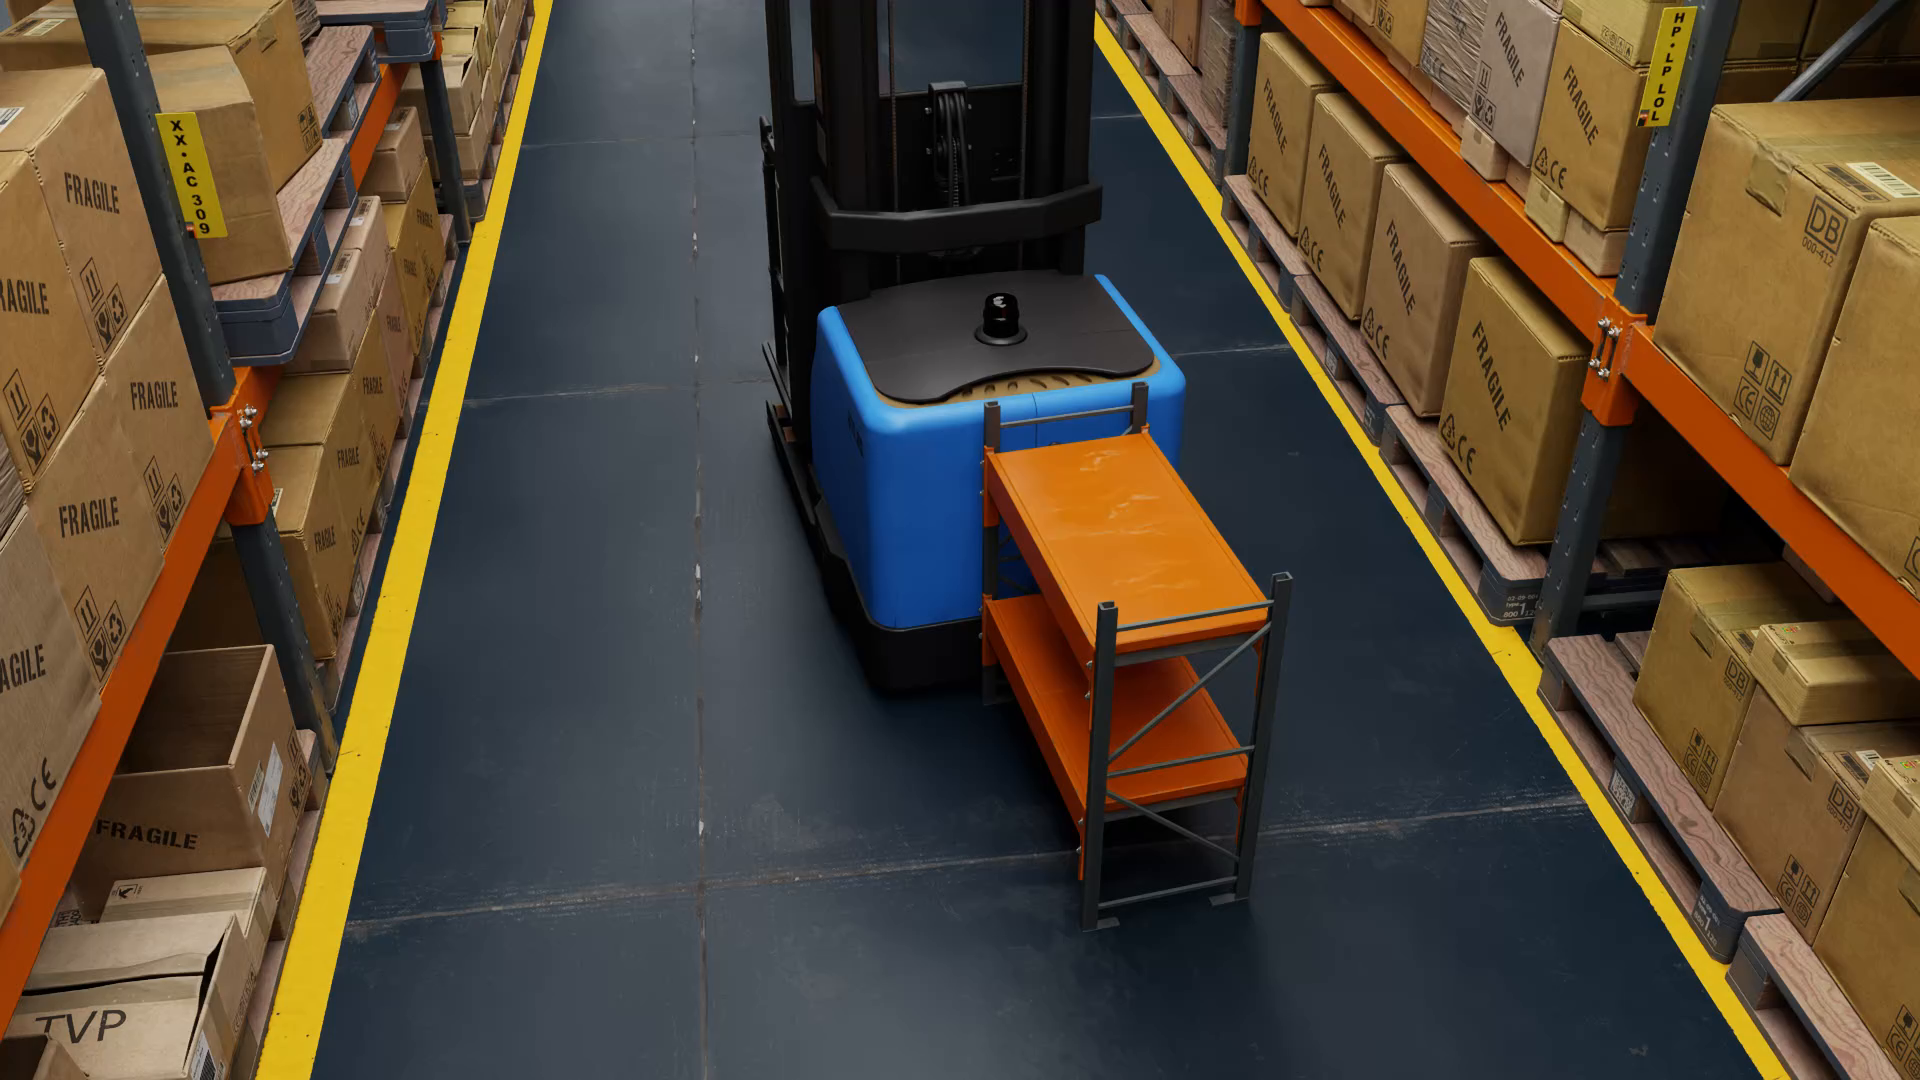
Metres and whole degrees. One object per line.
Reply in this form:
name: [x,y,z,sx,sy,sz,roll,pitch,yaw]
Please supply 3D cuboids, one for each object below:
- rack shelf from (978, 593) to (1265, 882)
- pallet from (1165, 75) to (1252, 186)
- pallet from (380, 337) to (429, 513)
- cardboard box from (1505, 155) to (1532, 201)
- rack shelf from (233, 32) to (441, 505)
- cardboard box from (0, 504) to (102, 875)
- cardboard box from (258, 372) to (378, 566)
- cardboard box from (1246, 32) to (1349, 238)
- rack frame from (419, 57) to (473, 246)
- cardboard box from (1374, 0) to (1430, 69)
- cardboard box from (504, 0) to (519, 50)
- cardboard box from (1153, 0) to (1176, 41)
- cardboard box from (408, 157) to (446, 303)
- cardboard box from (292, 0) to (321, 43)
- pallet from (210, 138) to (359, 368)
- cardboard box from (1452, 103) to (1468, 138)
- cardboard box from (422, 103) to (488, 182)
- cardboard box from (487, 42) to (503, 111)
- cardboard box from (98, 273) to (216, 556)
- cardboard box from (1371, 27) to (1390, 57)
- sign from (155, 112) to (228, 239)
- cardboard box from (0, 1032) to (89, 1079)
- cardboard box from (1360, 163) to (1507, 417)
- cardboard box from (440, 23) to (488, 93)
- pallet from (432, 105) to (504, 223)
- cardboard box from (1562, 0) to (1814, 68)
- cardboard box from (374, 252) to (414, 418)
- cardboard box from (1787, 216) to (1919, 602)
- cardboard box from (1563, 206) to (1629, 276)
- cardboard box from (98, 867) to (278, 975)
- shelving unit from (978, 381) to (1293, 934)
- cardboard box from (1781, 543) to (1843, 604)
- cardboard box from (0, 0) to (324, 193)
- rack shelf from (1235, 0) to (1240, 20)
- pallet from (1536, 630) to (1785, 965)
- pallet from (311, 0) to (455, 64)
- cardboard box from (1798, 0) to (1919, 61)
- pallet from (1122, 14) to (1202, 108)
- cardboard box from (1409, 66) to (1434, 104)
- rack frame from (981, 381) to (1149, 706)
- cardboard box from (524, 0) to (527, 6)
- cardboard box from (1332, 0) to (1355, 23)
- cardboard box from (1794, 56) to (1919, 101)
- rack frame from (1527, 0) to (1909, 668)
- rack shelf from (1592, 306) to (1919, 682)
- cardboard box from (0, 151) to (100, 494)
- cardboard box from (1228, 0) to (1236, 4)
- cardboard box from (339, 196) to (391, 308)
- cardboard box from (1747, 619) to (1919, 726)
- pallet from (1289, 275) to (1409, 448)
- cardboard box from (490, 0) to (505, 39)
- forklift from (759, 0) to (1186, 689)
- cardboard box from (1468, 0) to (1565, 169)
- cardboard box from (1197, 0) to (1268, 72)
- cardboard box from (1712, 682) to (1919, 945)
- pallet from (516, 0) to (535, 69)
rack shelf: [0.447,0.514,4.931,0.538,0.278,1.000,-9,35,-12]
pallet: [1.812,-2.396,9.578,1.003,0.211,1.213,-4,35,-6]
pallet: [-2.769,-0.484,6.772,1.003,0.211,1.213,-4,35,-6]
cardboard box: [2.080,-1.239,5.609,0.380,0.149,0.250,-3,34,-5]
rack shelf: [-2.724,-1.321,6.164,1.077,0.370,4.000,-4,35,-6]
cardboard box: [-1.991,0.290,3.073,0.500,0.500,0.500,-4,34,-5]
cardboard box: [-2.361,-0.237,5.763,0.500,0.500,0.500,-4,34,-6]
cardboard box: [1.884,-1.977,8.023,0.750,0.750,0.750,-5,35,-7]
rack frame: [-2.993,-2.735,7.599,1.000,3.000,0.127,-4,35,-6]
cardboard box: [1.932,-2.134,6.347,0.500,0.500,0.500,-3,34,-5]
cardboard box: [-3.052,-3.227,10.390,0.500,0.250,0.500,-4,34,-5]
cardboard box: [1.641,-3.511,10.568,0.700,0.500,0.500,-4,34,-6]
cardboard box: [-2.634,-1.379,7.440,0.500,0.500,0.500,-3,34,-5]
cardboard box: [-2.863,-2.082,6.180,0.700,0.500,0.500,2,34,3]
pallet: [-2.454,-0.878,5.045,1.003,0.211,1.213,-4,35,-6]
cardboard box: [2.019,-1.523,6.026,0.380,0.149,0.250,-4,35,-6]
cardboard box: [-2.772,-2.087,8.717,0.500,0.250,0.500,-4,35,-7]
cardboard box: [-2.916,-2.657,9.553,0.500,0.250,0.500,-5,35,-8]
cardboard box: [-2.133,-0.284,3.915,0.500,0.500,0.500,-4,34,-6]
cardboard box: [1.931,-2.099,6.872,0.380,0.149,0.250,-4,34,-6]
sign: [-1.918,-0.906,4.147,0.100,0.325,0.005,-4,35,-6]
cardboard box: [-2.197,1.395,3.365,0.797,0.503,0.637,-4,35,-6]
cardboard box: [2.115,-1.014,6.610,0.750,0.750,0.750,-3,34,-5]
cardboard box: [-2.851,-2.611,8.988,0.500,0.311,0.500,-5,35,-8]
pallet: [-3.065,-2.045,9.063,1.003,0.211,1.213,-4,35,-6]
cardboard box: [2.137,-1.604,4.903,0.500,0.250,0.500,-4,34,-5]
cardboard box: [-2.488,-0.798,6.587,0.500,0.500,0.500,-6,35,-8]
cardboard box: [2.603,-0.292,3.749,0.980,0.700,0.700,-5,35,-8]
cardboard box: [2.127,-0.952,5.188,0.380,0.149,0.250,-4,34,-6]
cardboard box: [-1.987,0.995,4.268,0.380,0.149,0.250,-4,35,-6]
shelving unit: [0.447,0.312,4.793,0.538,1.125,1.048,-9,35,-12]
cardboard box: [2.630,0.041,4.798,0.380,0.149,0.250,-5,35,-7]
cardboard box: [-2.452,-1.378,5.146,0.700,0.500,0.500,1,34,1]
rack shelf: [1.647,-3.931,9.993,1.077,0.370,4.000,-4,35,-6]
pallet: [2.478,0.703,5.031,1.003,0.211,1.213,-4,35,-6]
pallet: [-2.832,-2.283,7.106,1.213,0.211,1.003,-4,35,-6]
cardboard box: [2.650,-1.639,4.954,0.500,0.250,0.500,-3,34,-5]
pallet: [1.651,-3.075,10.575,1.003,0.211,1.213,-4,35,-6]
cardboard box: [1.976,-1.813,6.452,0.380,0.149,0.250,-3,34,-5]
rack frame: [0.314,0.036,5.199,0.500,1.125,0.032,-9,35,-12]
cardboard box: [-3.188,-3.795,11.224,0.500,0.250,0.500,-5,35,-7]
cardboard box: [1.863,-2.388,7.296,0.380,0.149,0.250,-5,35,-7]
cardboard box: [2.641,-1.328,5.165,0.500,0.500,0.500,-6,35,-8]
rack frame: [2.453,-0.880,4.878,1.000,3.000,0.127,-4,35,-6]
rack shelf: [2.722,0.533,3.442,1.077,0.370,4.000,-4,35,-6]
cardboard box: [-2.059,-0.409,3.210,0.500,0.500,0.500,-5,35,-7]
cardboard box: [1.752,-3.291,9.579,0.500,0.250,0.500,-4,34,-5]
cardboard box: [-2.481,-1.088,6.346,0.500,0.250,0.500,-5,35,-7]
cardboard box: [2.318,0.341,4.356,0.380,0.149,0.250,-3,34,-5]
pallet: [2.108,-0.835,7.287,1.003,0.211,1.213,-4,35,-6]
cardboard box: [-2.987,-3.182,9.827,0.500,0.311,0.500,-5,35,-7]
forklift: [-0.164,-1.552,5.924,1.130,2.935,3.031,-9,35,-13]
cardboard box: [2.063,-1.575,5.527,0.500,0.500,0.500,-4,34,-6]
cardboard box: [1.813,-2.955,9.752,0.700,0.500,0.500,-4,35,-6]
cardboard box: [2.517,0.685,4.428,0.700,0.500,0.500,-5,35,-7]
pallet: [-3.393,-3.406,11.061,1.003,0.211,1.213,-4,35,-6]
